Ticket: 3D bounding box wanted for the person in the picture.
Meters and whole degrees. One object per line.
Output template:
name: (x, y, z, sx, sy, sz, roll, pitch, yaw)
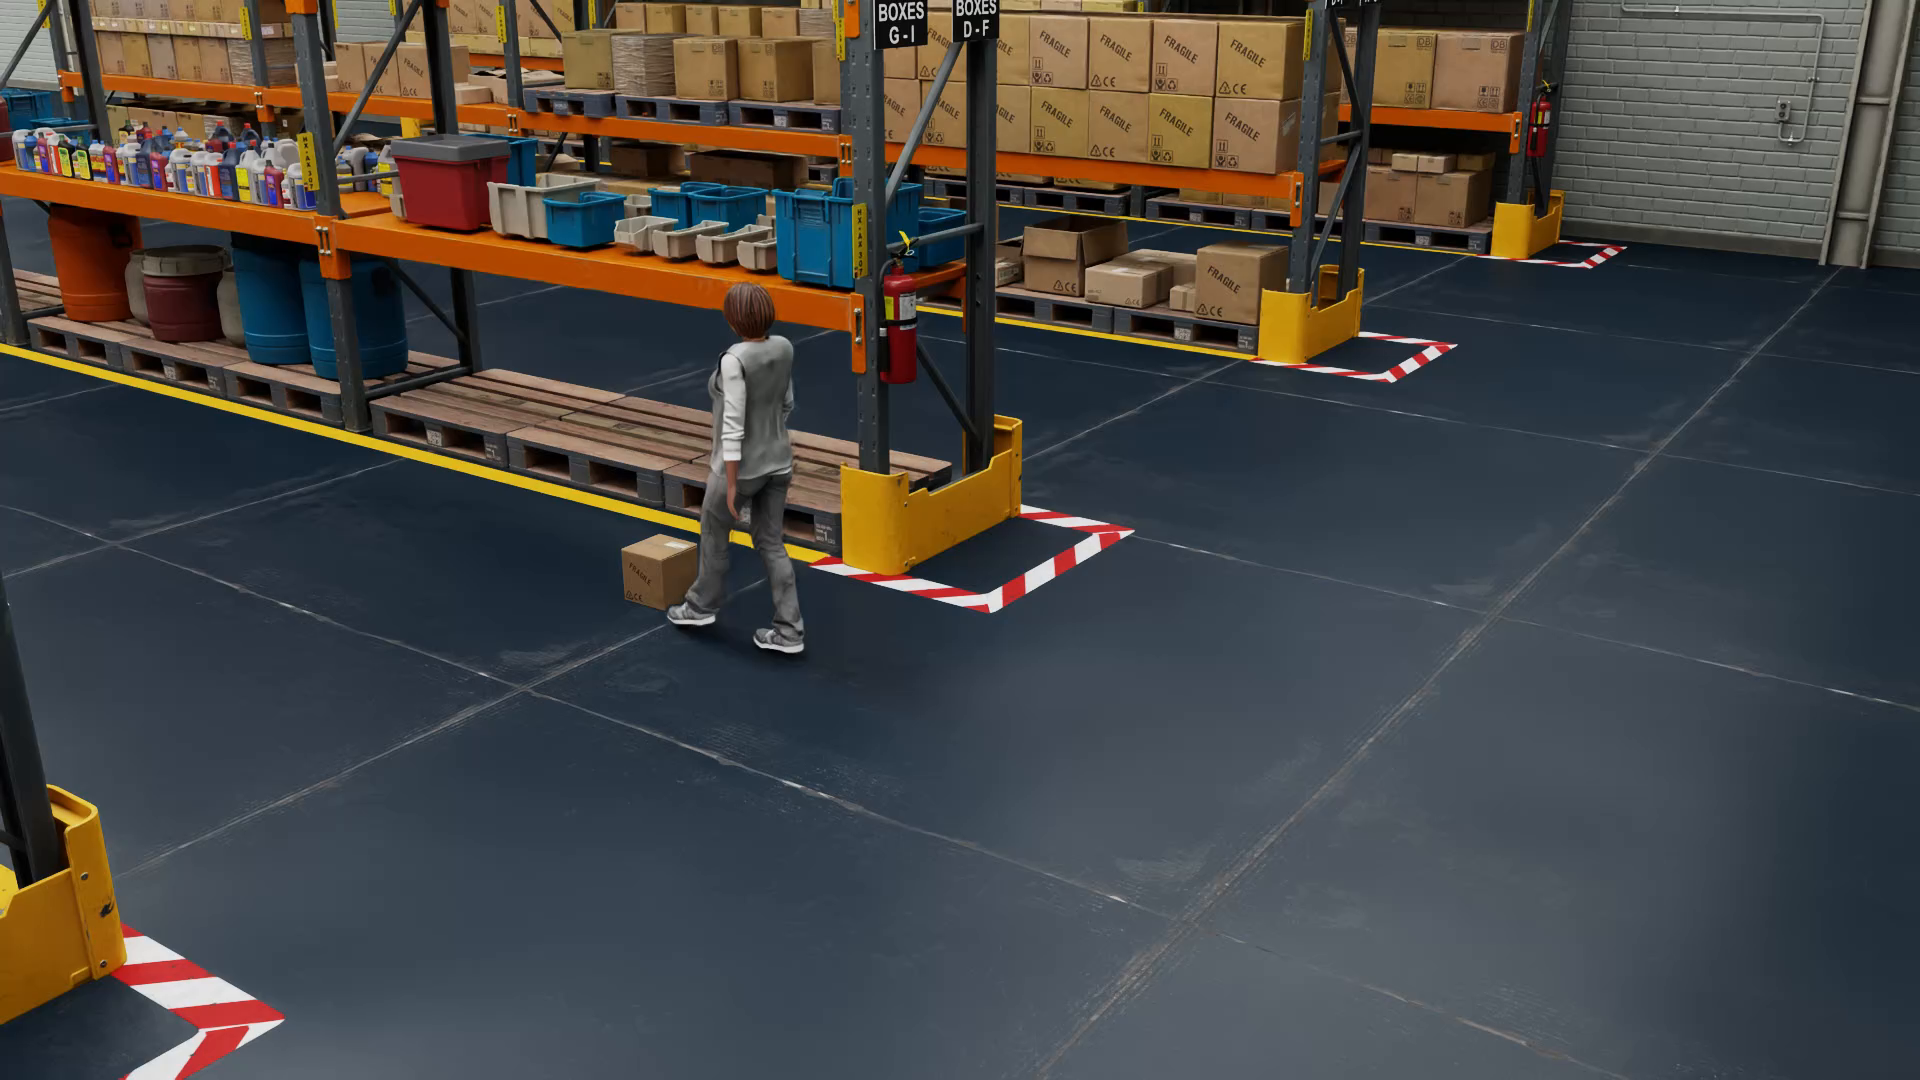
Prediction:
person: (-0.938, -0.325, 6.957, 0.751, 1.576, 0.468, 19, 27, 41)
